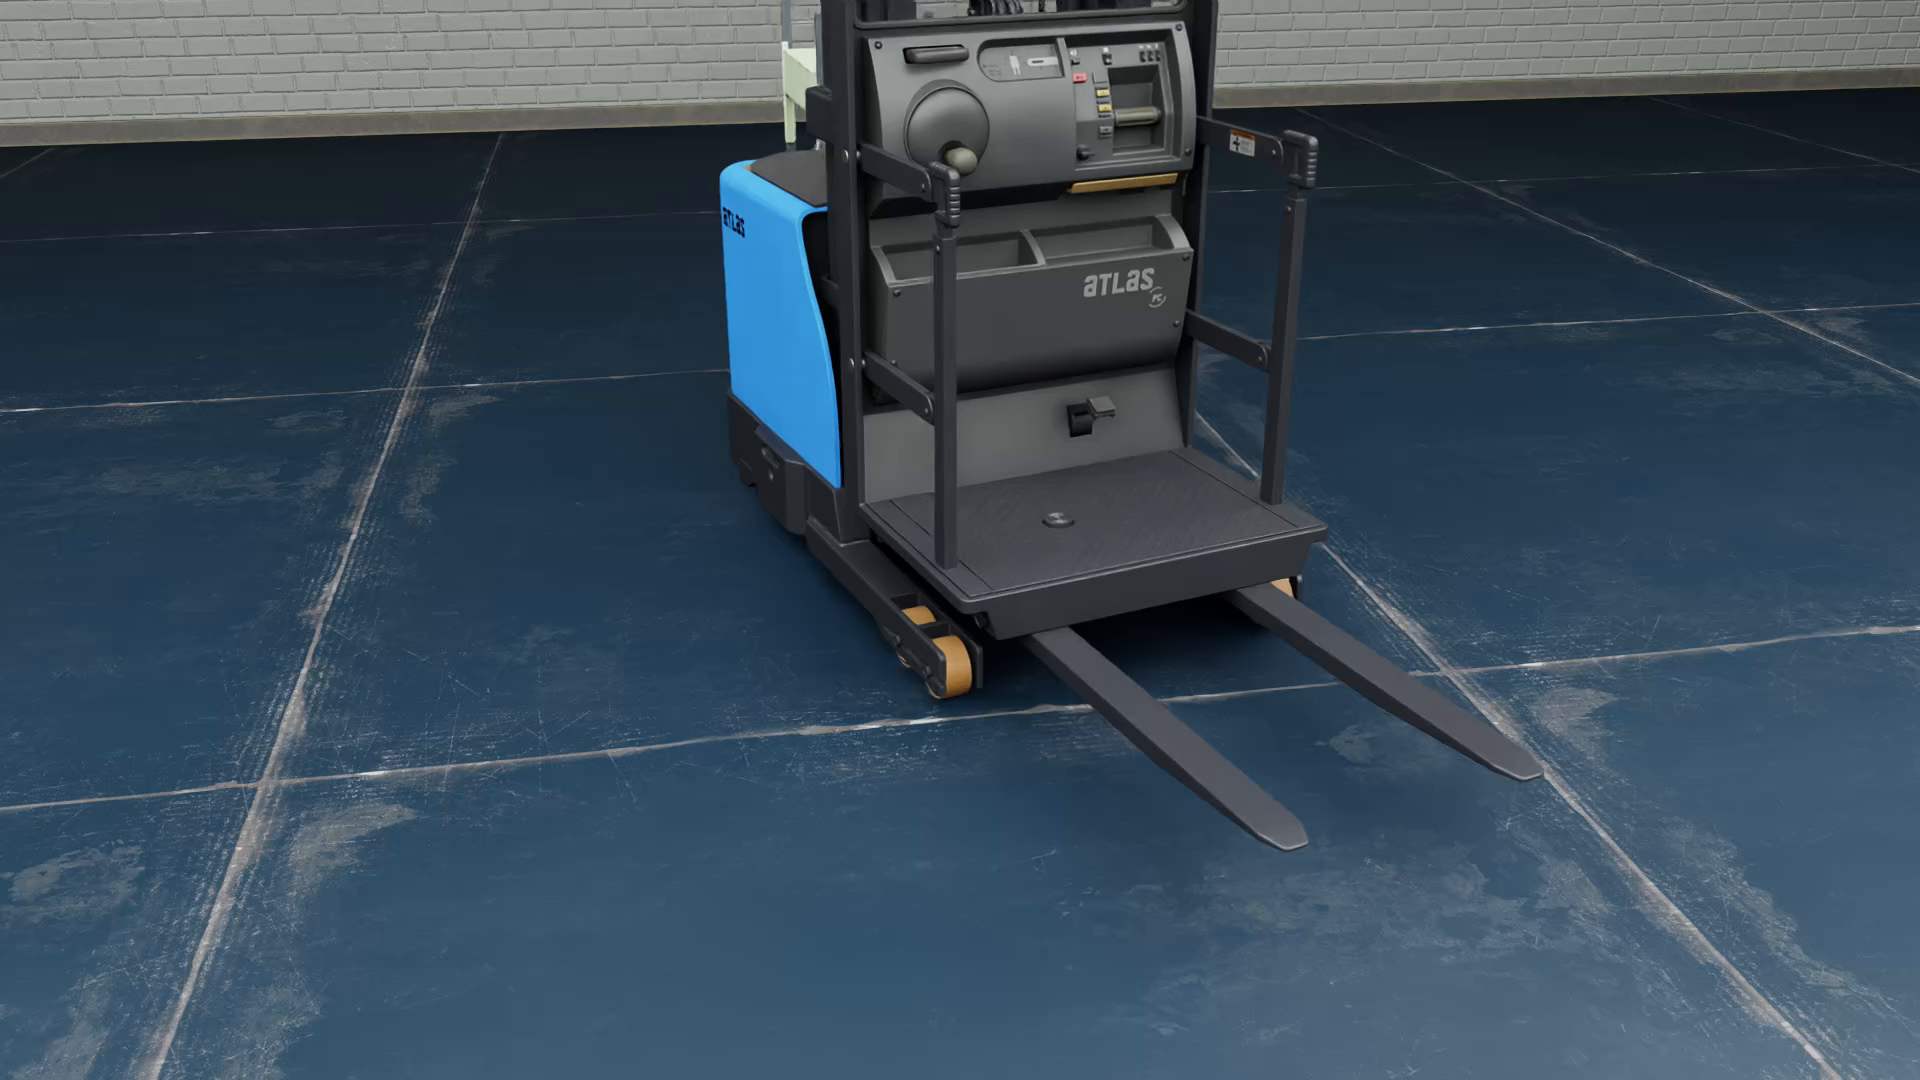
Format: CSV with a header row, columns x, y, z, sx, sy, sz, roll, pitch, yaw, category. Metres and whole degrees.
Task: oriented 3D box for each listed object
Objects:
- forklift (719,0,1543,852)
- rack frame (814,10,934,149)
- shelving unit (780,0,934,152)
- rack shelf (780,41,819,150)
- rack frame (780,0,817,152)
x,y,z,sx,sy,sz,roll,pitch,yaw,category
0.297,-1.130,4.174,1.130,2.935,3.031,-11,26,-23,forklift
-0.284,-1.067,5.818,0.400,1.500,0.023,-6,24,-13,rack frame
-0.376,-1.208,6.143,0.431,1.500,0.755,-6,24,-13,shelving unit
-0.376,-1.566,5.987,0.431,0.370,0.720,-6,24,-13,rack shelf
-0.468,-1.350,6.467,0.400,1.500,0.023,-6,24,-13,rack frame
